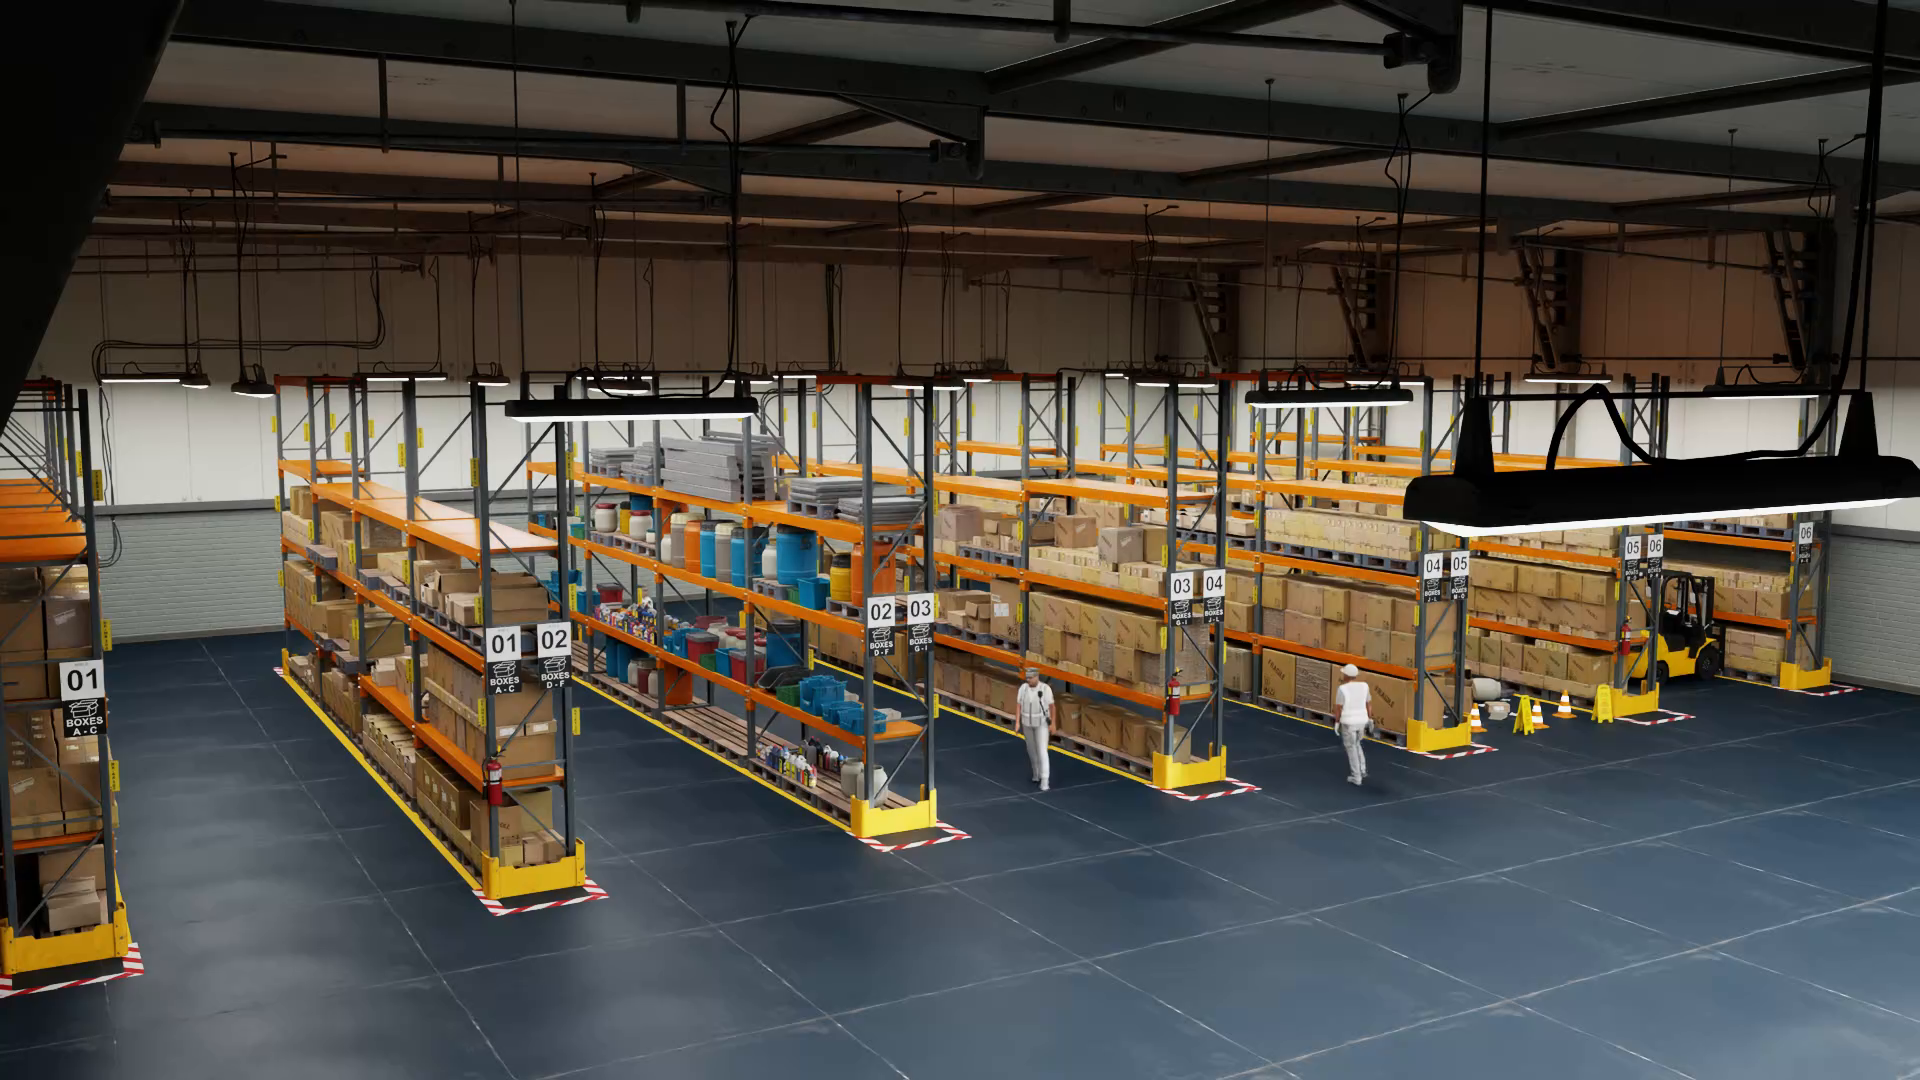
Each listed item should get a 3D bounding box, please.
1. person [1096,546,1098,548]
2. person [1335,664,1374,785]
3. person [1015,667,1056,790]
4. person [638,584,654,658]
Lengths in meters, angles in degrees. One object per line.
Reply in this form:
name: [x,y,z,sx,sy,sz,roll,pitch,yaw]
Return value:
person: [3.294,1.017,40.574,0.398,1.785,0.569,1,6,10]
person: [5.853,2.725,24.781,0.598,1.766,0.495,-2,7,-18]
person: [1.117,2.763,24.715,0.652,1.748,0.730,3,7,25]
person: [-6.577,1.717,34.571,1.073,1.604,0.518,6,9,44]
